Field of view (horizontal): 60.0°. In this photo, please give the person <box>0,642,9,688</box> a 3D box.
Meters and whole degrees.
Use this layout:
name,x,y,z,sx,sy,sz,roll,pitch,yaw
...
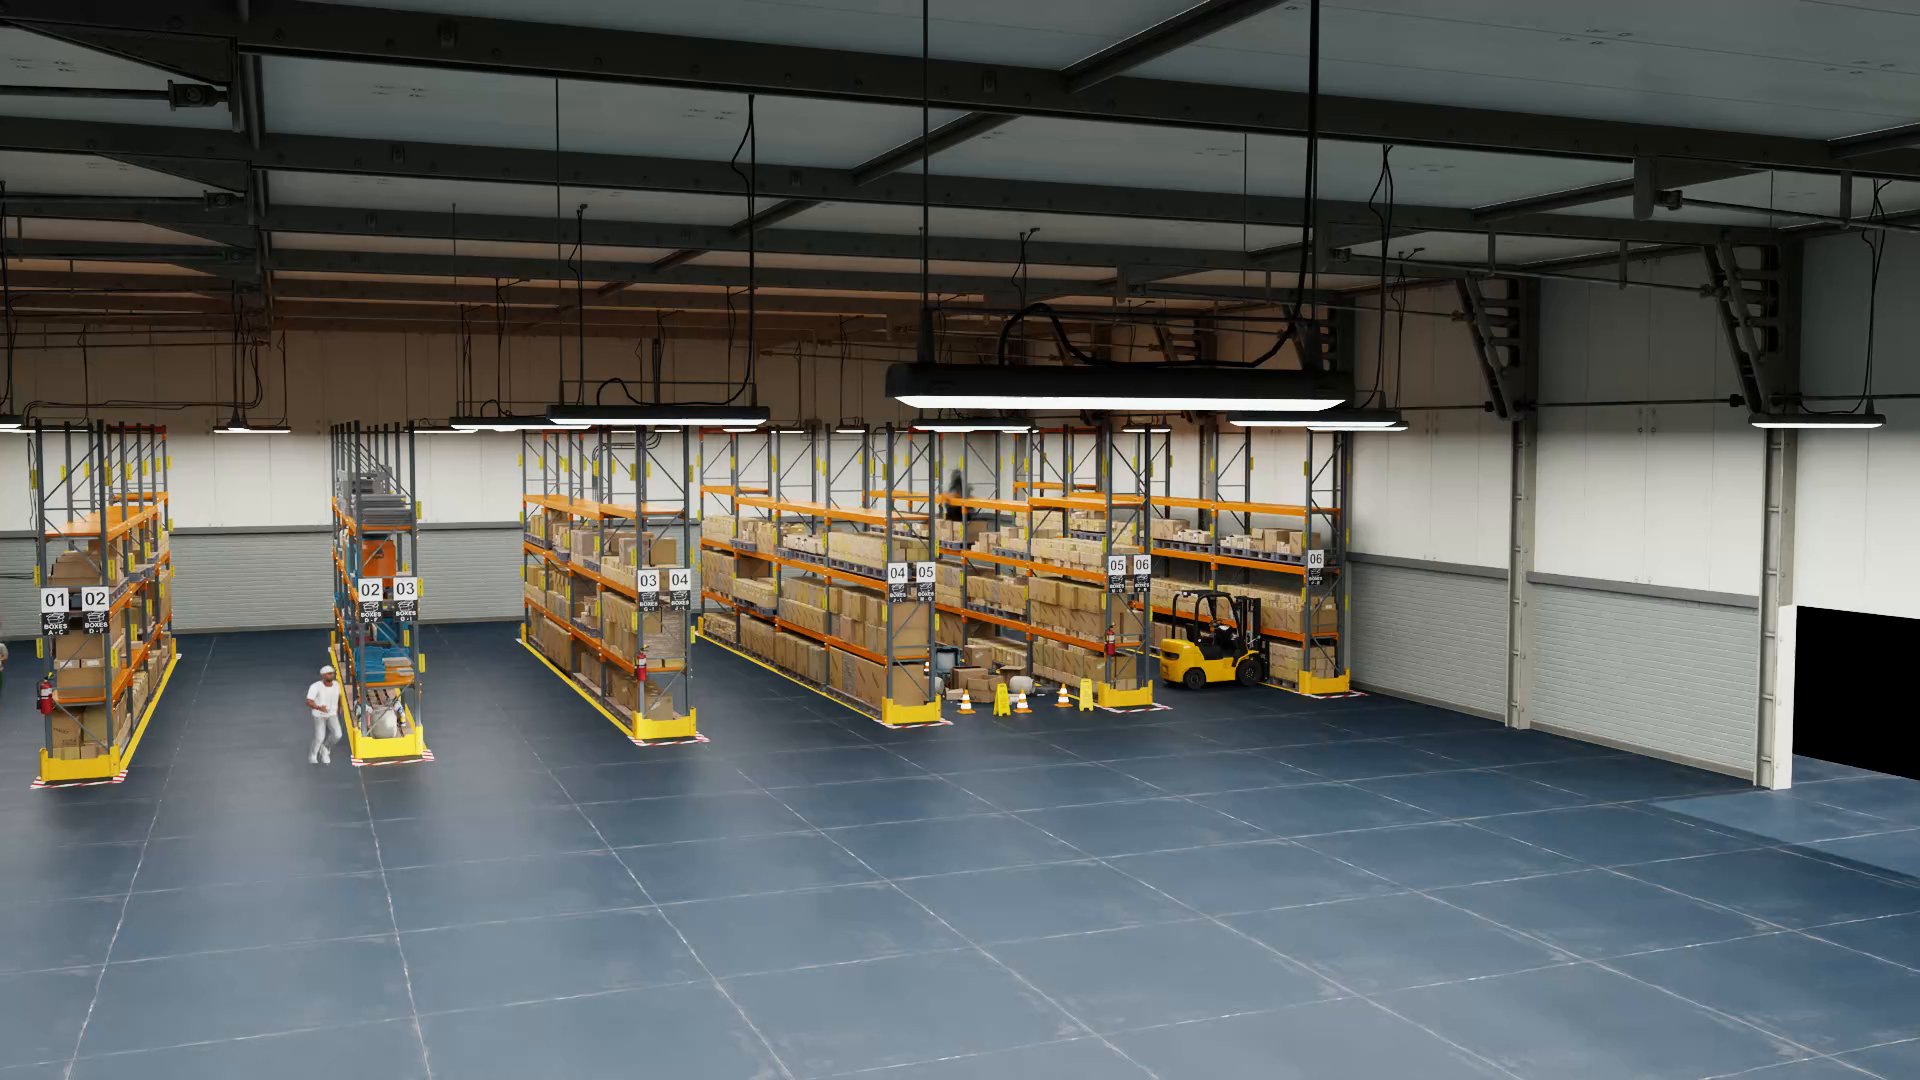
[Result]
name,x,y,z,sx,sy,sz,roll,pitch,yaw
person,-19.837,2.701,34.045,0.644,1.779,0.698,-2,4,-34

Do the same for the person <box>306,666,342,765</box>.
name,x,y,z,sx,sy,sz,roll,pitch,yaw
person,-10.995,3.047,28.899,0.648,1.730,0.738,3,5,39

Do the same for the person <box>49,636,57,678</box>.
name,x,y,z,sx,sy,sz,roll,pitch,yaw
person,-20.021,2.570,37.158,0.662,1.676,0.577,-2,4,-30
